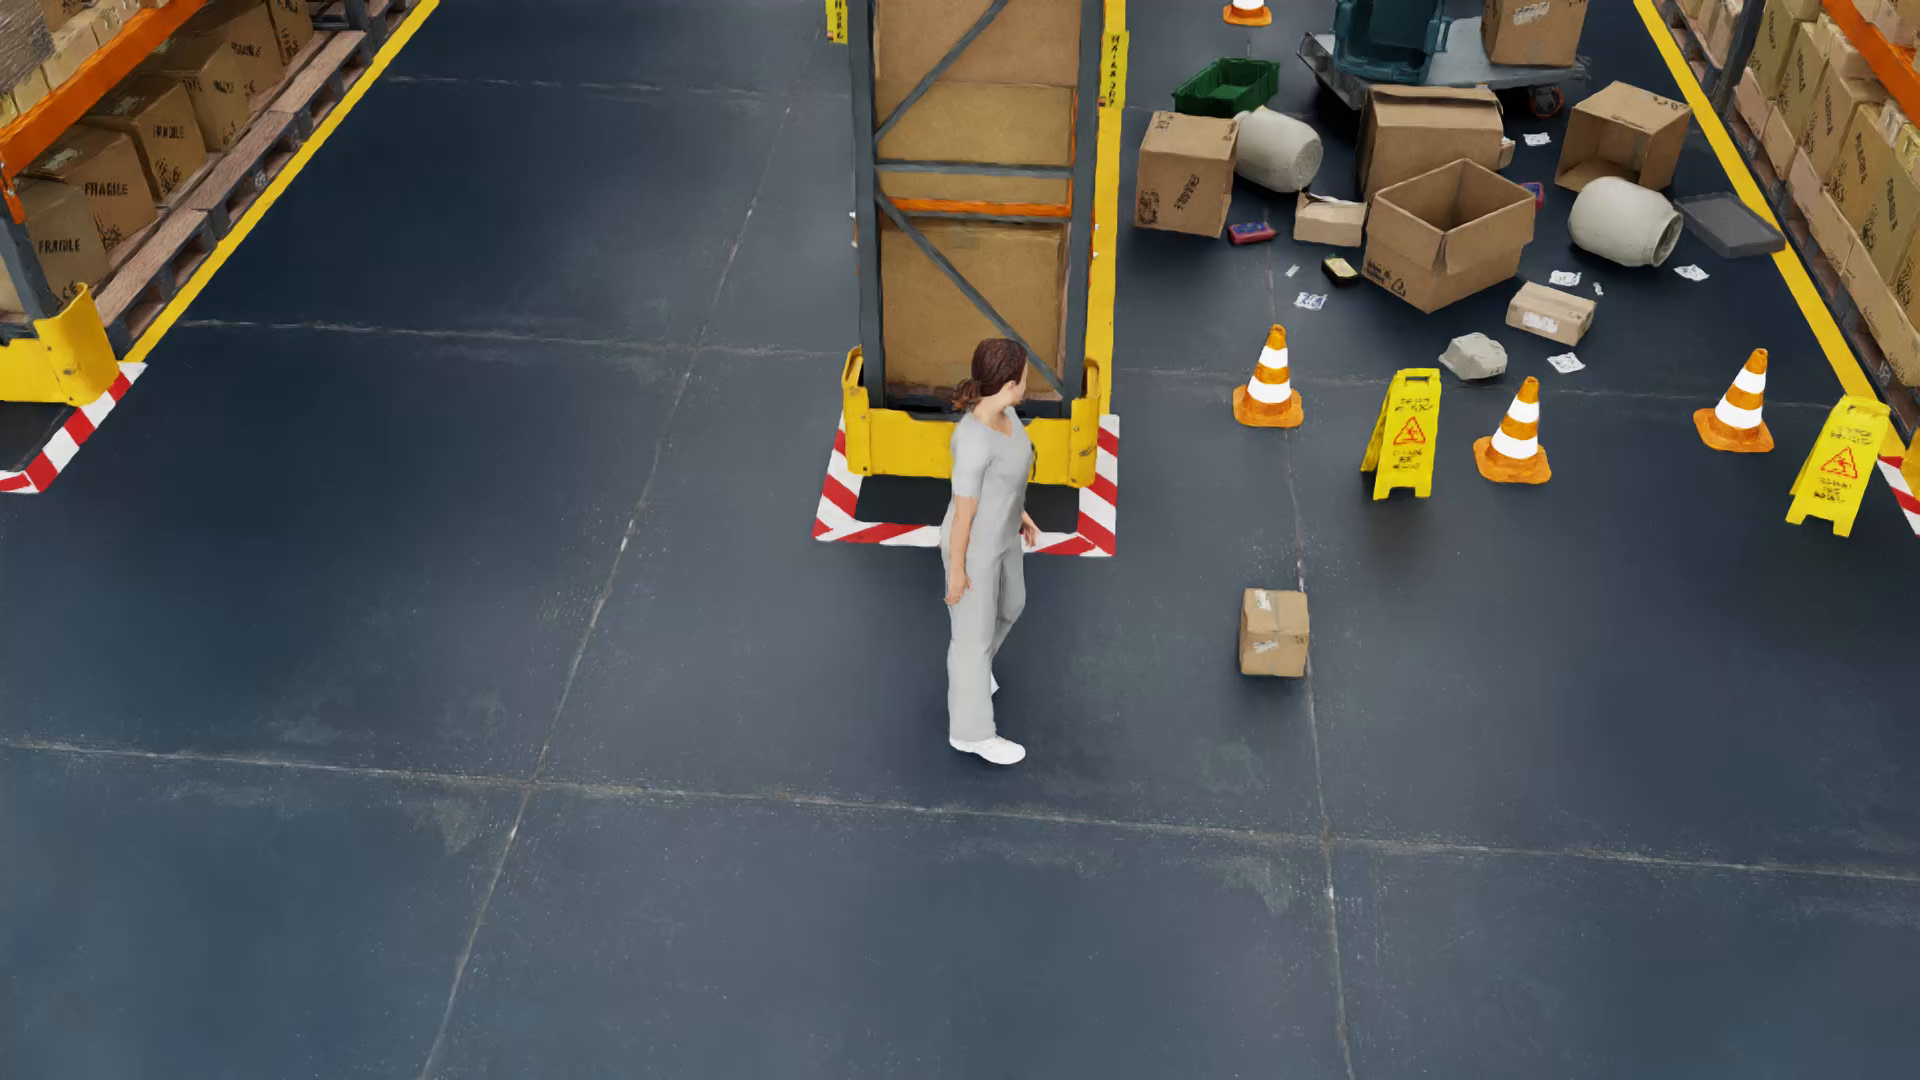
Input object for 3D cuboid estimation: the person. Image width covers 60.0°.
[{"bbox_3d":[0.114,0.038,6.130,0.519,1.656,0.595,18,44,20],"label":"person"}]
